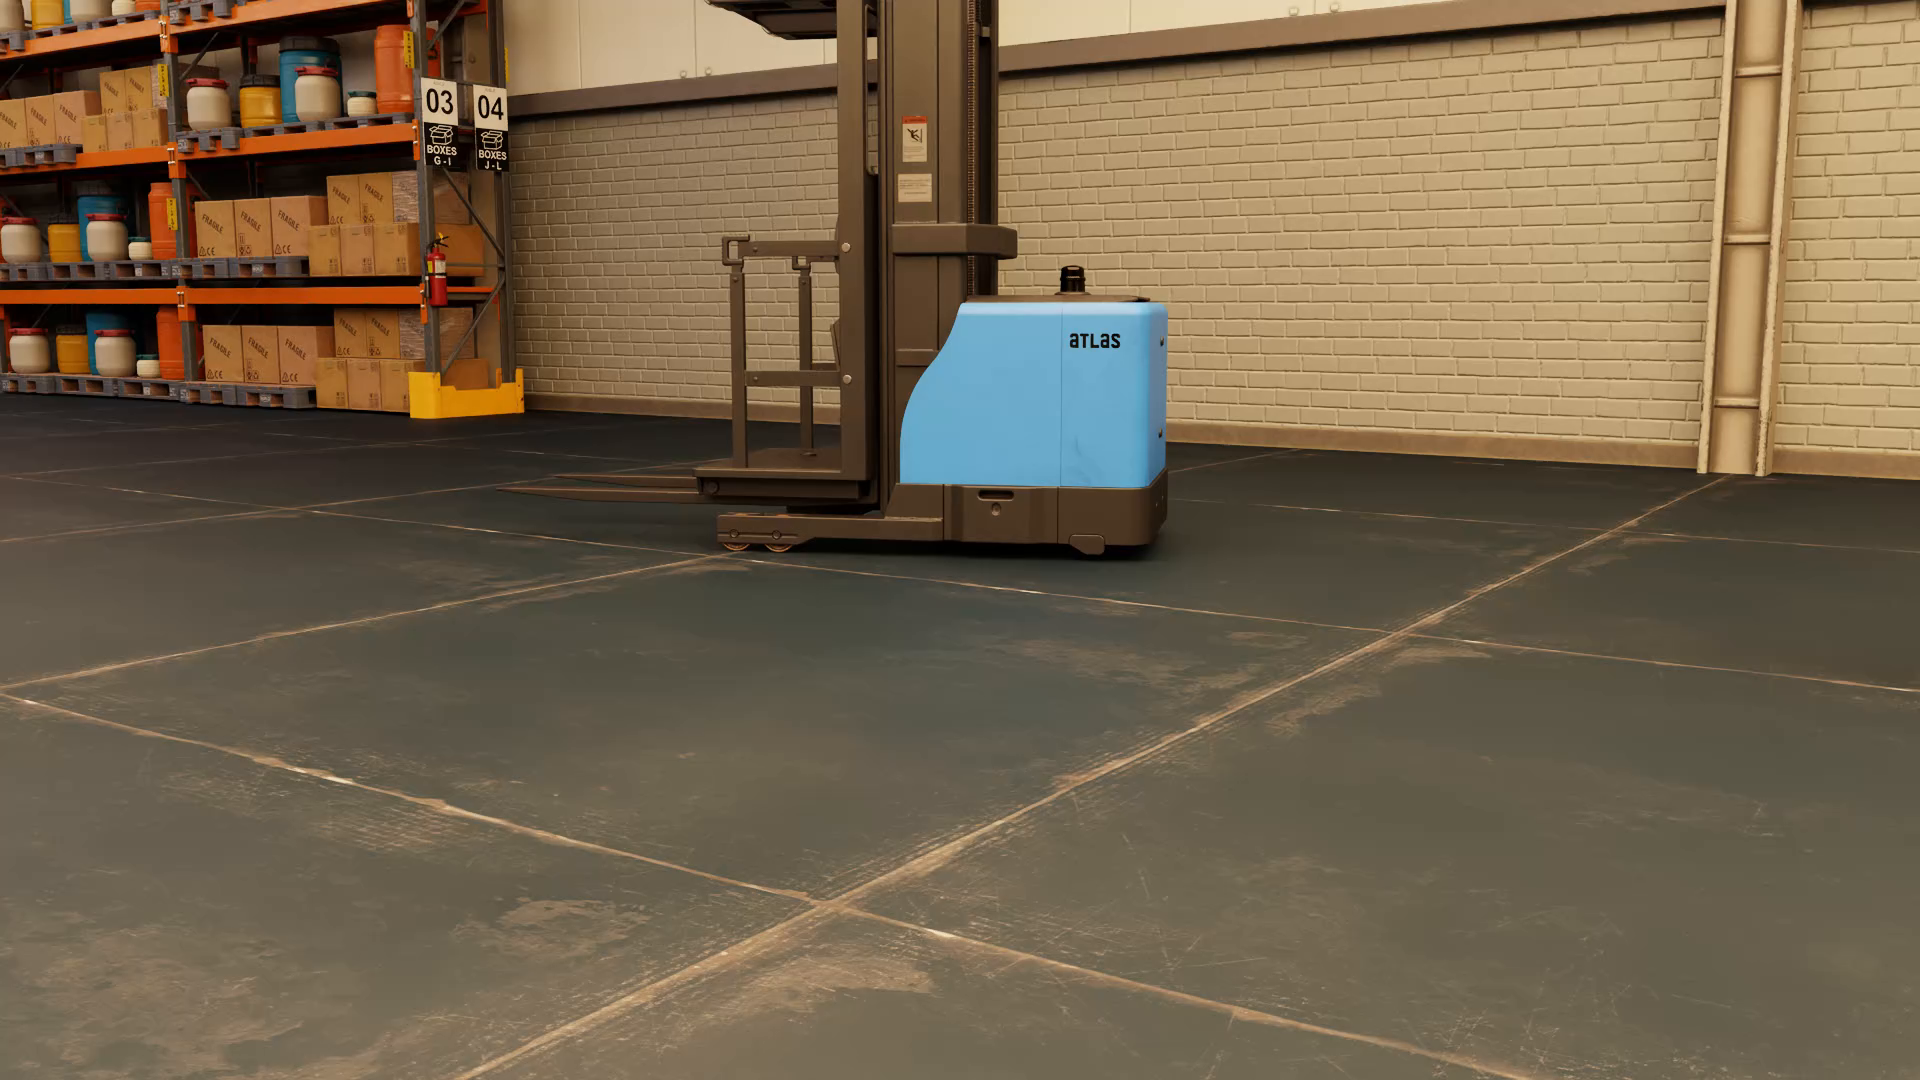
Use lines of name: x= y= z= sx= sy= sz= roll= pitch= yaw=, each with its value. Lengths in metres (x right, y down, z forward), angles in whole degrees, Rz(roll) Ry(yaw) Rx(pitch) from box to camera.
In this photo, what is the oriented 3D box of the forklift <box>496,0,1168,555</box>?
forklift: x=-0.596 y=-1.469 z=7.520 sx=3.031 sy=2.935 sz=1.130 roll=2 pitch=8 yaw=12
